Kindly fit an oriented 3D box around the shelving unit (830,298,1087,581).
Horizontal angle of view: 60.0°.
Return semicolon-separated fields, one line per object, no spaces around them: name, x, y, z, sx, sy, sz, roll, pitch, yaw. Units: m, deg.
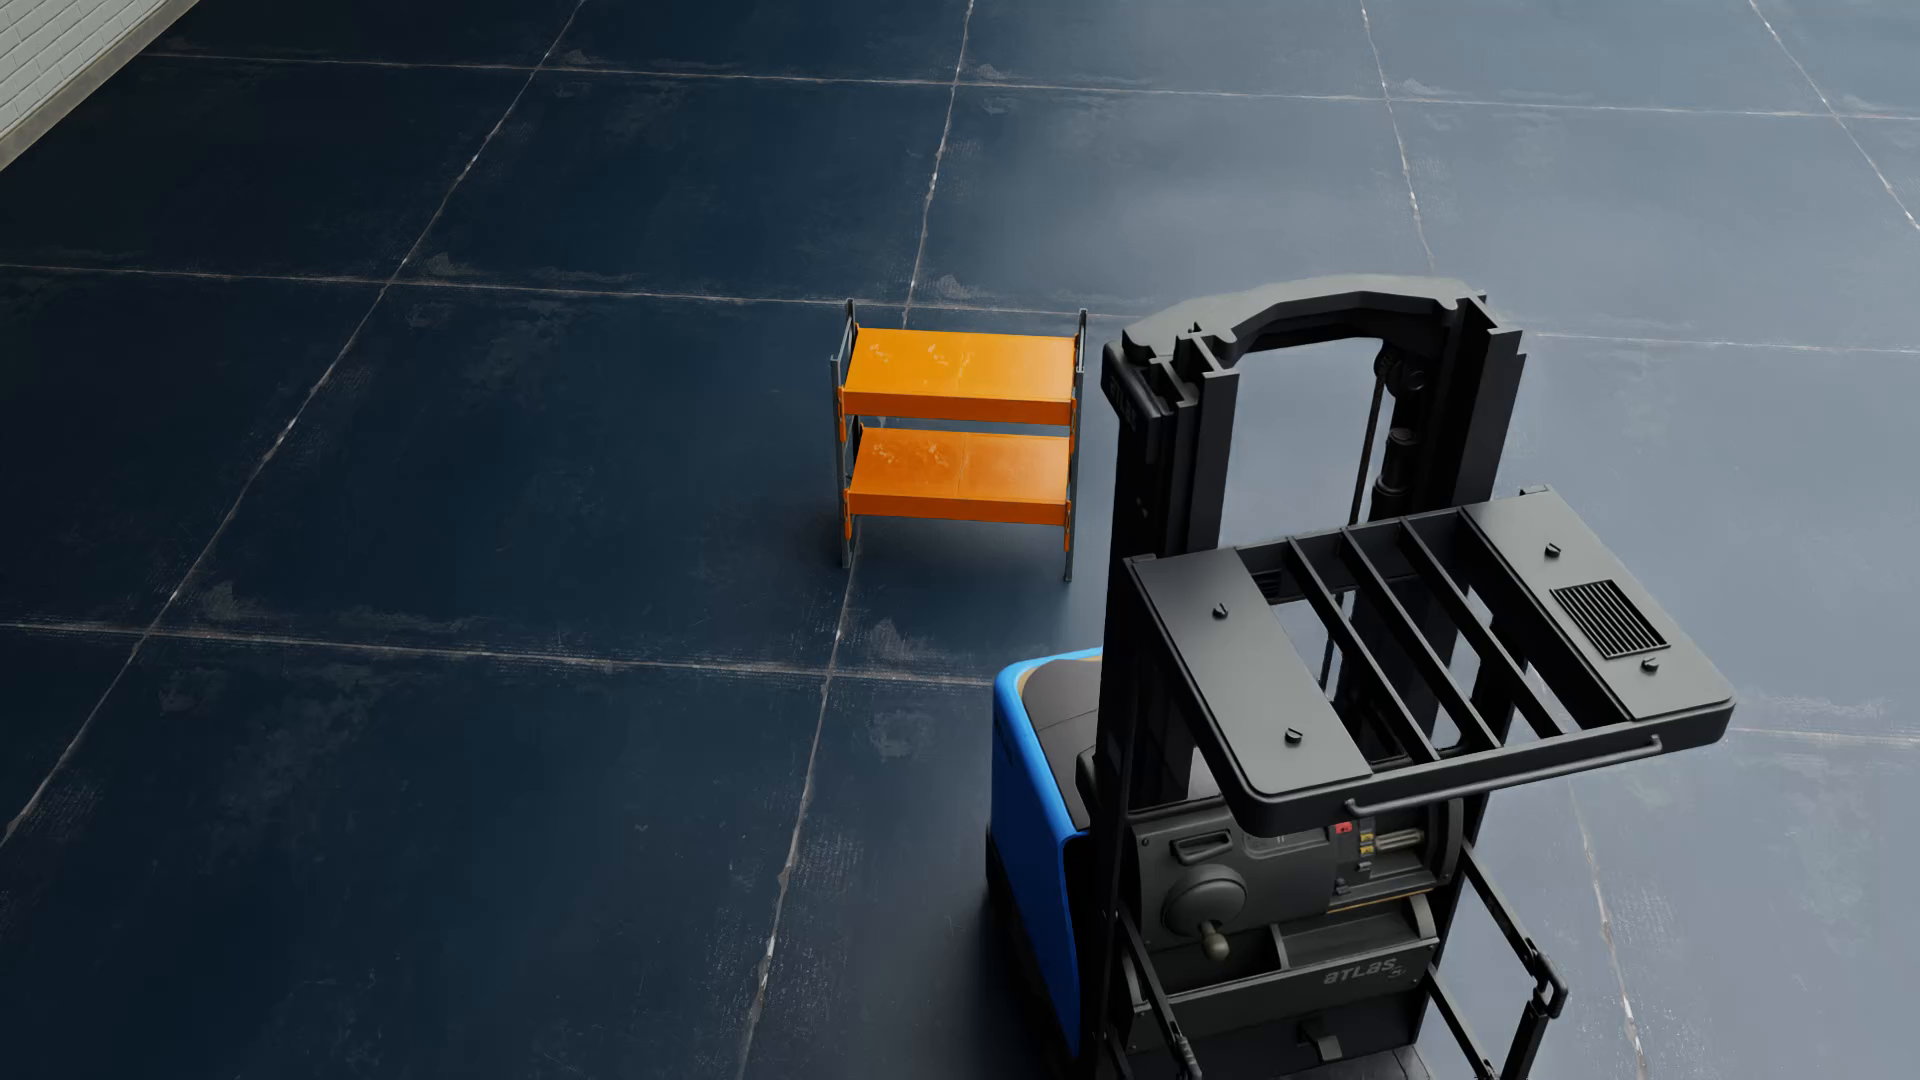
shelving unit;0.007;-0.436;7.394;1.048;1.125;0.538;3;39;4

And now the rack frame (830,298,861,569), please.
rack frame;-0.500;-0.464;7.428;0.032;1.125;0.500;3;39;4

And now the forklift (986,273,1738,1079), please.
forklift;0.968;0.935;4.279;1.130;2.935;3.031;-10;40;-12

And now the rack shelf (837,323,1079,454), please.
rack shelf;0.007;-0.663;7.210;1.000;0.278;0.538;3;39;4

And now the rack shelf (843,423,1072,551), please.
rack shelf;0.007;-0.246;7.549;1.000;0.278;0.538;3;39;4

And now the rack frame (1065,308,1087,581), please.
rack frame;0.513;-0.408;7.360;0.032;1.125;0.500;3;39;4
